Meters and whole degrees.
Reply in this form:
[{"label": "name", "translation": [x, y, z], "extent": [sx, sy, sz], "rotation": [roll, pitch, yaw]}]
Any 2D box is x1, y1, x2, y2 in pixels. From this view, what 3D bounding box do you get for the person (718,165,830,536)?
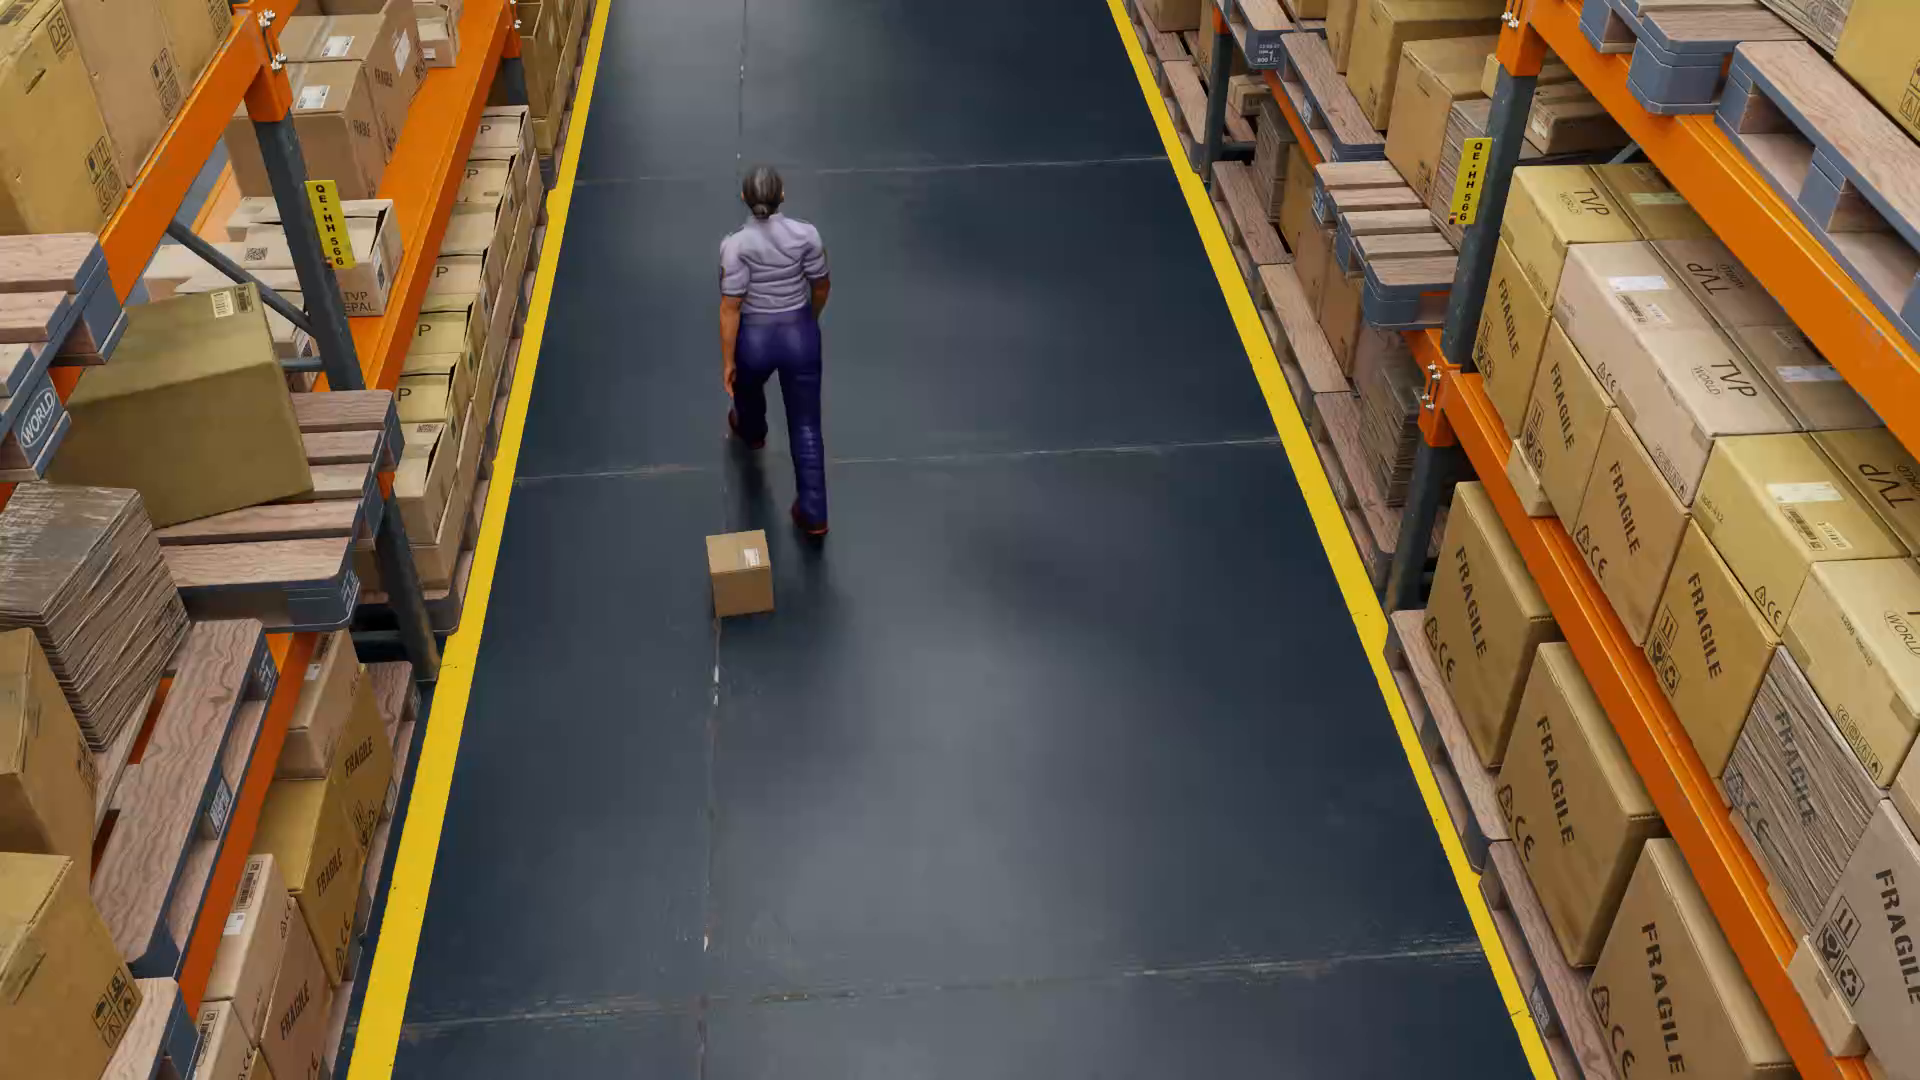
[{"label": "person", "translation": [-0.805, -0.901, 7.261], "extent": [0.512, 1.569, 1.051], "rotation": [-7, 40, -9]}]
